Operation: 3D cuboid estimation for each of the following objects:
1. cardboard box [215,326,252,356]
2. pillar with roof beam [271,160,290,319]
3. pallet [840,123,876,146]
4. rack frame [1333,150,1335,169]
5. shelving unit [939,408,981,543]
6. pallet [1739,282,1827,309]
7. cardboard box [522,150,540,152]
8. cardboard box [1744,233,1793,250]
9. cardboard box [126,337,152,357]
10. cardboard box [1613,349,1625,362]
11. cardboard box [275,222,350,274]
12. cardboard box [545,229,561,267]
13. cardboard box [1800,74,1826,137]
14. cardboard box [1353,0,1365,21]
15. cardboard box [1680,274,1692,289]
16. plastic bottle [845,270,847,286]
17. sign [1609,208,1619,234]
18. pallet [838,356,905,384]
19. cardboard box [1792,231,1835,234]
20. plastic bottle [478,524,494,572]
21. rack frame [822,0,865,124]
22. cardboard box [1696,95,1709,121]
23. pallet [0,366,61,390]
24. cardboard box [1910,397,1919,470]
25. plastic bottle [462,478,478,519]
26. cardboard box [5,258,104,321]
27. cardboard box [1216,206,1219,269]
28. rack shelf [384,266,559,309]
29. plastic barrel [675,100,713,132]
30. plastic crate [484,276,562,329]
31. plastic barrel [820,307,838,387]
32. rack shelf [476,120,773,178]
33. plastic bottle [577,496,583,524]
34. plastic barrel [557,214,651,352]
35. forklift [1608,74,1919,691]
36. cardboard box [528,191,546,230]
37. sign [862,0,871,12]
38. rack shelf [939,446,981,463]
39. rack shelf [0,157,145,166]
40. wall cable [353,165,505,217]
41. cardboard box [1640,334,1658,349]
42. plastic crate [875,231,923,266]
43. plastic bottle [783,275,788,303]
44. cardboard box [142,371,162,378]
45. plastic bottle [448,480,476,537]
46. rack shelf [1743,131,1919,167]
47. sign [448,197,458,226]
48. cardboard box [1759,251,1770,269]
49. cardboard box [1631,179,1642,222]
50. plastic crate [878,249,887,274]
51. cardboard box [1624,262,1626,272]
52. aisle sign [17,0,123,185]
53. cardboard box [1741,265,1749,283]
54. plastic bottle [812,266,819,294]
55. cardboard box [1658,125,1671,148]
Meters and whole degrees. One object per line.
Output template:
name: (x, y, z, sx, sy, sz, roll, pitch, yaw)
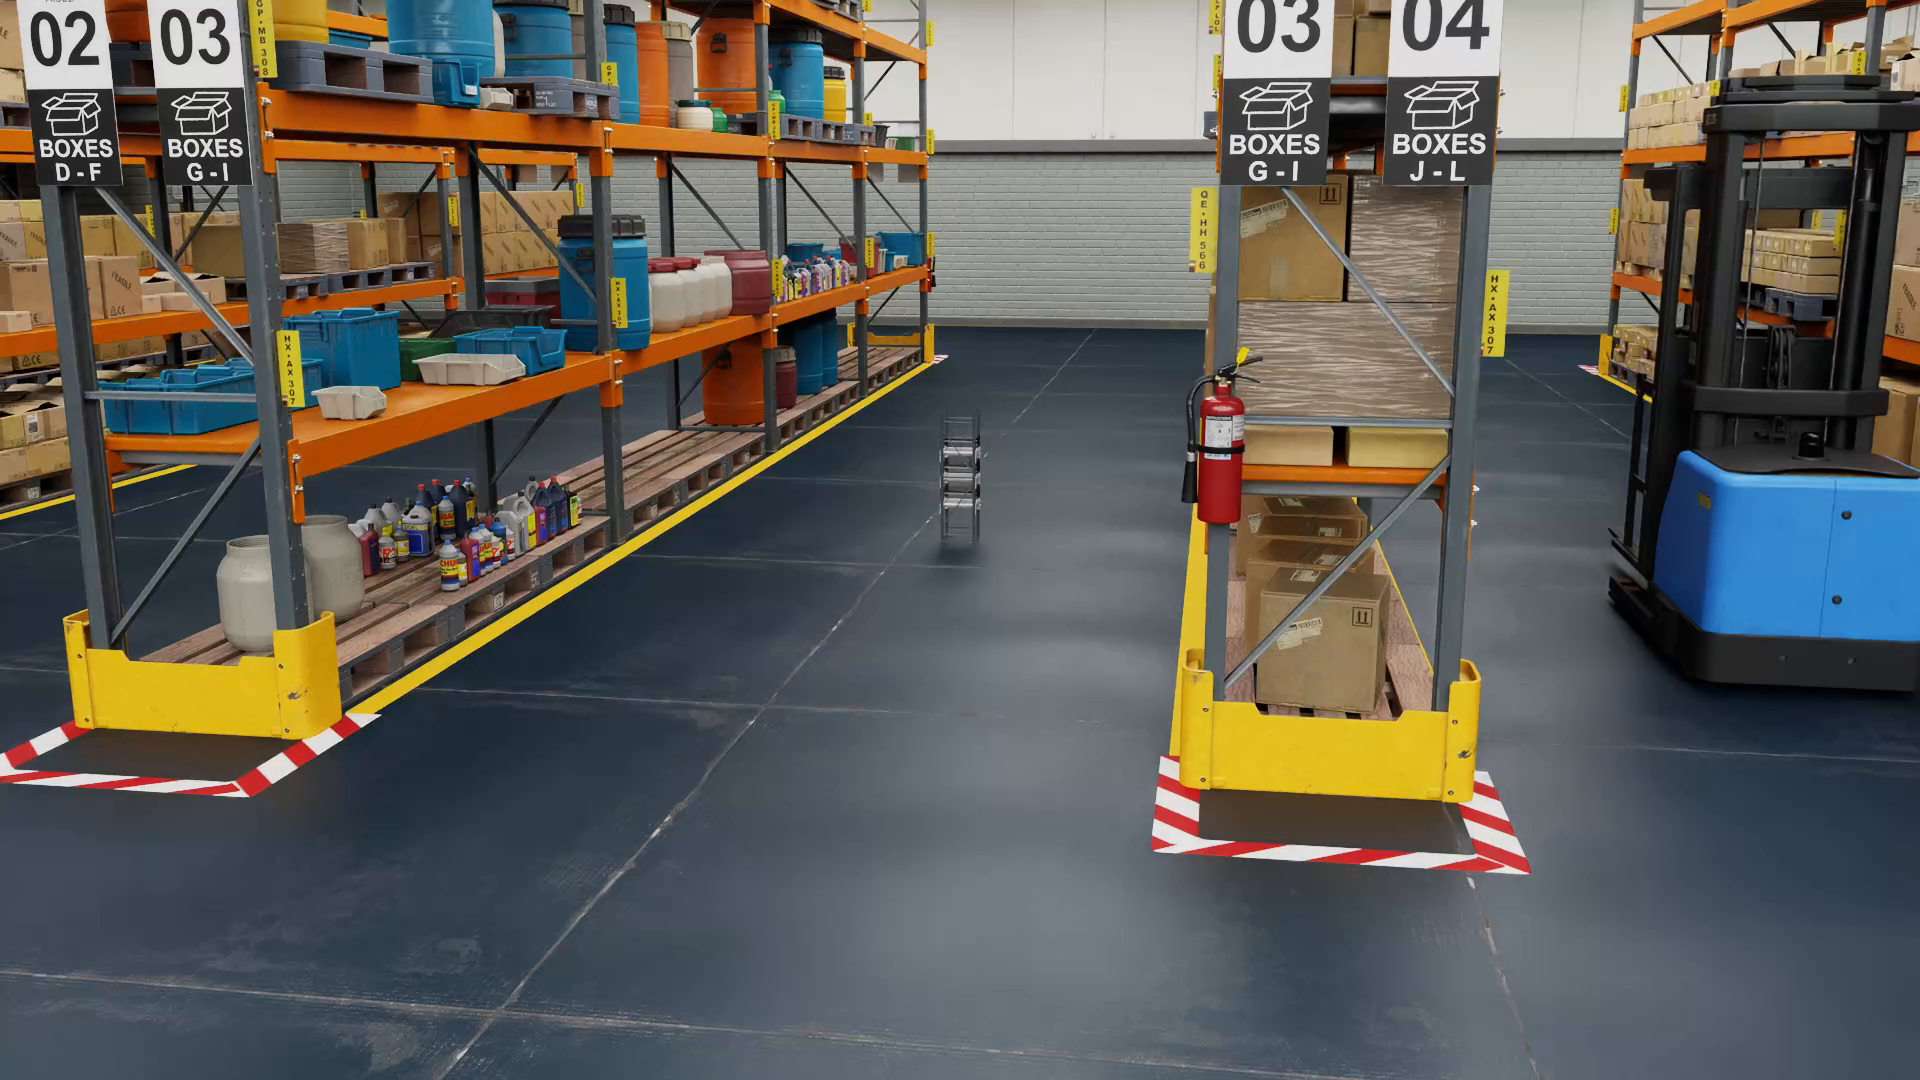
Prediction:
cardboard box: (-7.154, -2.016, 16.838, 0.500, 0.250, 0.500, 2, 12, 11)
pillar with roof beam: (-6.921, -7.651, 25.634, 9.100, 9.000, 0.400, 2, 12, 9)
pallet: (-1.585, -4.321, 17.754, 1.213, 0.211, 1.003, 2, 12, 9)
rack frame: (2.718, -2.121, 14.213, 1.000, 3.000, 0.127, 2, 12, 9)
shelving unit: (0.001, -0.442, 11.406, 0.258, 0.900, 0.210, 2, 12, 9)
pallet: (7.867, -2.259, 15.309, 1.003, 0.211, 1.213, 2, 12, 9)
cardboard box: (-5.810, -5.177, 21.632, 0.500, 0.250, 0.500, 2, 12, 9)
cardboard box: (7.467, -2.752, 15.332, 0.380, 0.149, 0.250, 2, 12, 10)
cardboard box: (-11.054, -2.675, 21.722, 0.700, 0.500, 0.500, 2, 12, 8)
cardboard box: (8.436, -2.317, 20.896, 0.380, 0.149, 0.250, 2, 12, 10)
cardboard box: (-6.755, -3.016, 17.132, 0.700, 0.500, 0.500, 4, 13, 19)
cardboard box: (-5.716, -3.946, 22.448, 0.500, 0.500, 0.500, 2, 12, 9)
cardboard box: (7.504, -3.686, 14.118, 0.500, 0.500, 0.500, 2, 12, 9)
cardboard box: (1.811, -2.200, 6.873, 0.380, 0.149, 0.250, 2, 12, 8)
cardboard box: (7.963, -2.773, 17.837, 0.380, 0.149, 0.250, 2, 12, 7)
plastic bottle: (-1.293, -2.899, 18.297, 0.097, 0.201, 0.097, 0, 12, 0)
sign: (8.297, -4.045, 21.088, 0.100, 0.325, 0.005, 2, 12, 9)
pallet: (-1.301, -2.160, 21.014, 1.003, 0.211, 1.213, 2, 12, 9)
cardboard box: (8.227, -2.891, 15.974, 0.380, 0.149, 0.250, 2, 12, 8)
plastic bottle: (-2.752, 0.043, 9.604, 0.097, 0.271, 0.097, 0, 12, 0)
rack frame: (-1.561, -6.046, 18.190, 1.000, 3.000, 0.127, 2, 12, 9)
cardboard box: (8.038, -4.513, 17.365, 0.500, 0.250, 0.500, 1, 12, 6)
pallet: (-11.395, -1.909, 19.848, 1.003, 0.211, 1.213, 2, 12, 9)
cardboard box: (7.147, -0.545, 11.244, 1.050, 0.750, 0.750, 2, 12, 9)
plastic bottle: (-3.274, -0.278, 11.094, 0.097, 0.271, 0.097, 0, 12, 0)
cardboard box: (-7.393, -2.032, 13.564, 0.500, 0.500, 0.500, 2, 12, 9)
cardboard box: (1.399, -1.365, 7.391, 0.500, 0.500, 0.500, 2, 12, 9)
rack shelf: (-6.148, -3.340, 21.578, 1.077, 0.370, 4.000, 2, 12, 9)
plastic barrel: (-2.141, -3.408, 13.393, 0.301, 0.262, 0.301, 0, 12, 0)
plastic crate: (-3.020, -1.590, 11.601, 0.402, 0.464, 0.583, 2, 12, 9)
plastic barrel: (-1.662, -2.181, 18.476, 0.600, 0.901, 0.708, 2, 12, 9)
rack shelf: (-2.484, -2.979, 12.786, 1.077, 0.370, 4.000, 2, 12, 9)
plastic bottle: (-2.540, -0.210, 10.946, 0.097, 0.201, 0.097, 0, 12, 0)
plastic barrel: (-2.433, -1.764, 11.369, 0.600, 0.901, 0.708, 2, 12, 9)
forklift: (4.314, -0.978, 9.072, 1.130, 2.935, 3.031, 2, 12, 9)
cardboard box: (-5.789, -4.331, 21.857, 0.500, 0.500, 0.500, 2, 12, 10)
sign: (-1.018, -5.926, 18.127, 0.100, 0.325, 0.005, 2, 12, 9)
rack shelf: (0.001, -0.585, 11.376, 0.258, 0.077, 0.200, 2, 12, 9)
rack shelf: (-11.043, -4.966, 22.003, 1.077, 0.370, 4.000, 2, 12, 9)
wall cable: (-9.512, -6.848, 29.280, 3.097, 2.526, 0.112, 2, 12, 9)
cardboard box: (8.234, -2.334, 19.562, 0.380, 0.149, 0.250, 2, 12, 10)
plastic crate: (-0.813, -3.917, 22.324, 0.616, 0.435, 0.499, 2, 12, 9)
plastic bottle: (-1.719, -2.396, 15.787, 0.152, 0.276, 0.135, 2, 12, 9)
cardboard box: (-6.981, -1.352, 14.847, 0.500, 0.311, 0.500, 2, 12, 8)
plastic bottle: (-3.183, -0.209, 10.588, 0.144, 0.351, 0.185, 2, 12, 9)
rack shelf: (7.911, -3.470, 15.062, 1.077, 0.370, 4.000, 2, 12, 9)
sign: (-5.906, -3.824, 19.368, 0.100, 0.325, 0.005, 2, 12, 9)
cardboard box: (7.386, -2.499, 14.861, 0.380, 0.149, 0.250, 2, 12, 8)
cardboard box: (8.431, -4.097, 20.068, 0.500, 0.500, 0.500, 2, 12, 10)
plastic crate: (-1.144, -3.397, 20.275, 0.437, 0.282, 0.530, 2, 12, 9)
cardboard box: (8.461, -3.370, 20.608, 0.380, 0.149, 0.250, 2, 12, 11)
aisle sign: (-3.711, -1.881, 6.932, 0.394, 0.787, 0.004, 2, 12, 9)
cardboard box: (7.466, -2.463, 15.400, 0.380, 0.149, 0.250, 1, 12, 6)
plastic bottle: (-1.483, -2.657, 16.981, 0.061, 0.283, 0.133, 2, 12, 9)
cardboard box: (8.270, -4.588, 18.898, 0.500, 0.250, 0.500, 2, 12, 8)
